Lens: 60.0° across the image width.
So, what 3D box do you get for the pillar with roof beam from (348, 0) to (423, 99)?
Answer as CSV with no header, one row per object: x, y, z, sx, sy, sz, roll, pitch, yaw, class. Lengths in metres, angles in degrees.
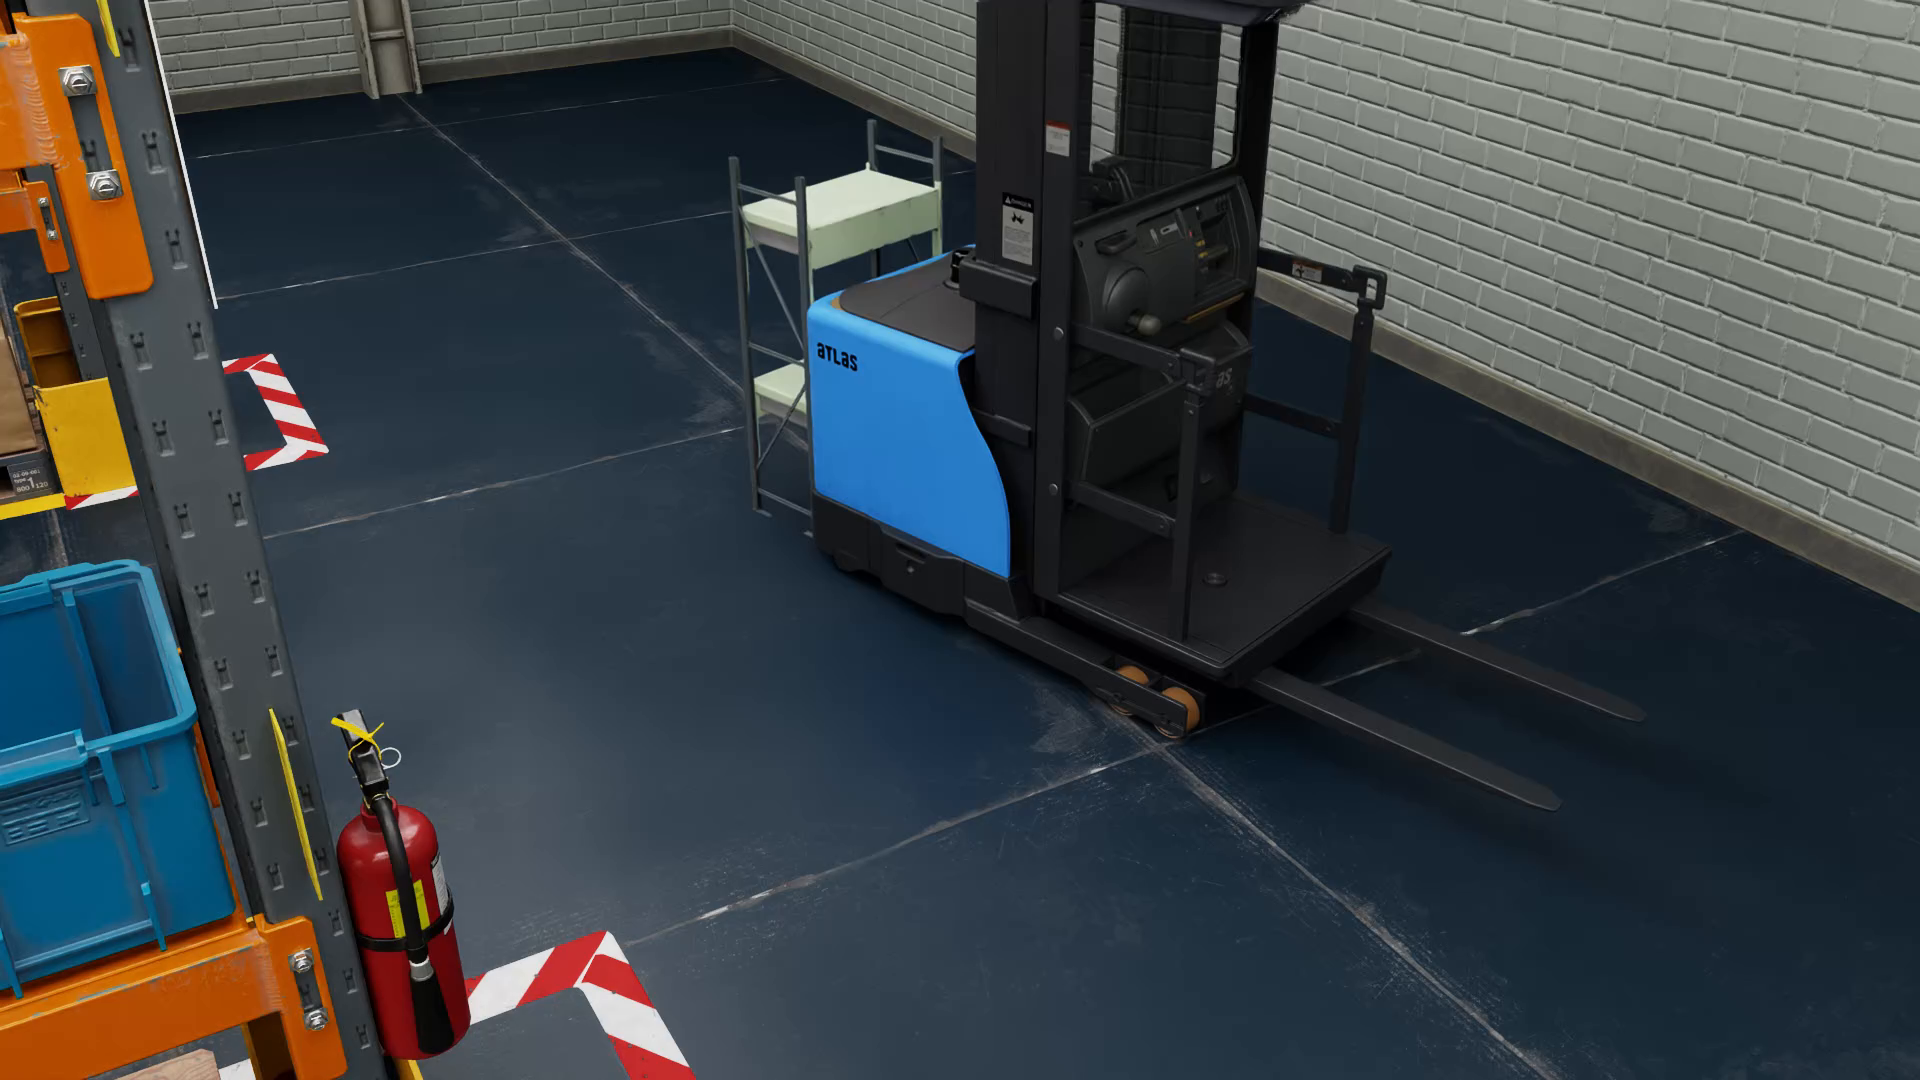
-2.317,-5.704,7.772,0.400,9.000,9.100,-16,33,-26,pillar with roof beam

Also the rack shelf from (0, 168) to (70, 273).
-5.599,-0.982,6.170,4.000,0.370,1.077,-16,33,-26,rack shelf

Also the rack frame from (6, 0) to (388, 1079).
-1.369,0.278,3.142,0.127,3.000,1.000,-16,33,-26,rack frame

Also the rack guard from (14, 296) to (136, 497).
-3.940,-0.674,7.453,0.348,0.500,1.175,-16,33,-26,rack guard

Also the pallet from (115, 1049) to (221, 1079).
-2.099,1.684,3.480,1.213,0.211,1.003,-16,33,-26,pallet

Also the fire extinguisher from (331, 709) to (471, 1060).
-1.008,0.627,2.975,0.183,0.674,0.296,-16,33,-26,fire extinguisher

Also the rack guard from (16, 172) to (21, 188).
-6.367,-2.761,11.235,0.348,0.500,1.175,-16,33,-26,rack guard

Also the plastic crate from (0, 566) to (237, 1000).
-1.563,0.396,2.830,0.499,0.435,0.616,-16,33,-26,plastic crate

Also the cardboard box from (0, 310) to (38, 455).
-4.219,-0.649,6.954,0.500,0.500,0.500,-16,33,-26,cardboard box

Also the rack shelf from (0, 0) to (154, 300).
-3.093,-0.231,1.704,4.000,0.370,1.077,-16,33,-26,rack shelf

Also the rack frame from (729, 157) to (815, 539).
-0.714,-0.719,6.501,0.400,1.500,0.023,24,37,36,rack frame

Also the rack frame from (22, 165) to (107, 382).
-3.875,-1.787,6.883,0.127,3.000,1.000,-16,33,-26,rack frame

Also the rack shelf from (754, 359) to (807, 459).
-0.467,-0.564,6.894,0.431,0.370,0.720,24,37,36,rack shelf

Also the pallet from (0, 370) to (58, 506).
-4.627,-0.352,7.169,1.213,0.211,1.003,-16,33,-26,pallet

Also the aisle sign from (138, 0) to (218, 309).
-1.158,-0.756,2.325,0.004,0.787,0.394,-16,33,-26,aisle sign

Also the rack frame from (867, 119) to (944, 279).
-0.220,-0.980,6.973,0.400,1.500,0.023,24,37,36,rack frame

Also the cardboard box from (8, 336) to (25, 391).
-4.410,-0.772,7.539,0.250,0.149,0.380,-16,33,-26,cardboard box

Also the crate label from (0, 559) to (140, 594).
-1.748,0.248,3.307,0.303,0.233,0.416,-16,33,-26,crate label

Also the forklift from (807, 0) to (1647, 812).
0.846,-0.909,5.363,3.031,2.935,1.130,24,37,36,forklift

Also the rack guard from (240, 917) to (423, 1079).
-1.354,1.361,3.767,0.348,0.500,1.175,-16,33,-26,rack guard

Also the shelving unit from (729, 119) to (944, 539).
-0.467,-0.850,6.737,0.431,1.500,0.755,24,37,36,shelving unit

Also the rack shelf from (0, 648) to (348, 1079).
-3.093,1.082,2.429,4.000,0.370,1.077,-16,33,-26,rack shelf

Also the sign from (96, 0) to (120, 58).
-1.076,-0.765,2.035,0.005,0.325,0.100,-16,33,-26,sign

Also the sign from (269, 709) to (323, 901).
-1.076,0.431,2.695,0.005,0.325,0.100,-16,33,-26,sign

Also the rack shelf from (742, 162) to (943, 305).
-0.467,-1.192,6.549,0.431,0.370,0.720,24,37,36,rack shelf
